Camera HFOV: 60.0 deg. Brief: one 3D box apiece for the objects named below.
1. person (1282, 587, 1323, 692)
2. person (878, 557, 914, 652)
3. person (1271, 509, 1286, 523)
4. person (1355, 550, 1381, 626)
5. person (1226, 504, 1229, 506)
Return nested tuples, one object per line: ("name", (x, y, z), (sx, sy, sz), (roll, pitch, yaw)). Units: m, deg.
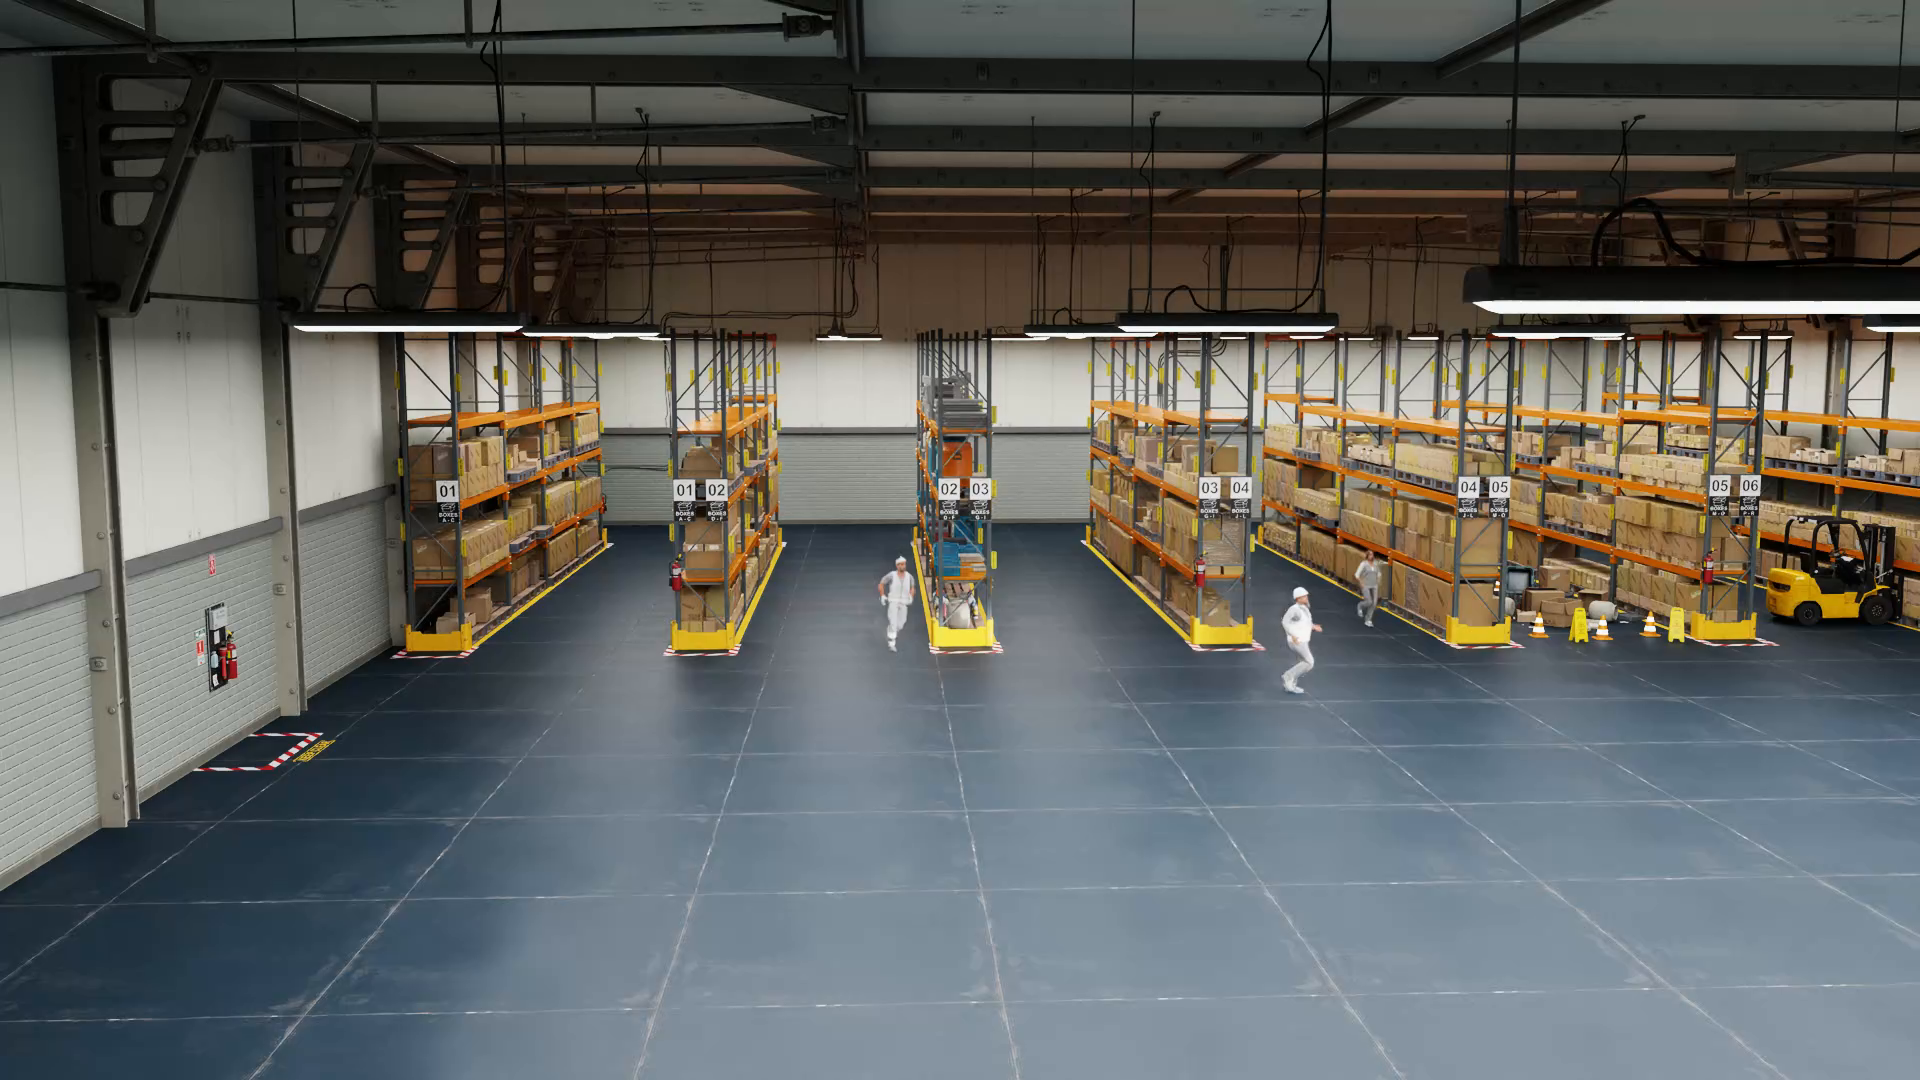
("person", (5.637, 1.644, 27.316), (0.584, 1.740, 0.645), (4, 8, 28))
("person", (-1.184, 1.191, 31.281), (0.706, 1.745, 0.740), (-3, 7, -21))
("person", (9.447, -0.848, 48.886), (0.775, 1.641, 0.638), (-2, 7, -14))
("person", (8.331, 0.969, 33.908), (0.538, 1.557, 0.549), (-1, 7, -12))
("person", (7.657, -0.740, 48.411), (0.553, 1.569, 0.546), (-4, 8, -28))
